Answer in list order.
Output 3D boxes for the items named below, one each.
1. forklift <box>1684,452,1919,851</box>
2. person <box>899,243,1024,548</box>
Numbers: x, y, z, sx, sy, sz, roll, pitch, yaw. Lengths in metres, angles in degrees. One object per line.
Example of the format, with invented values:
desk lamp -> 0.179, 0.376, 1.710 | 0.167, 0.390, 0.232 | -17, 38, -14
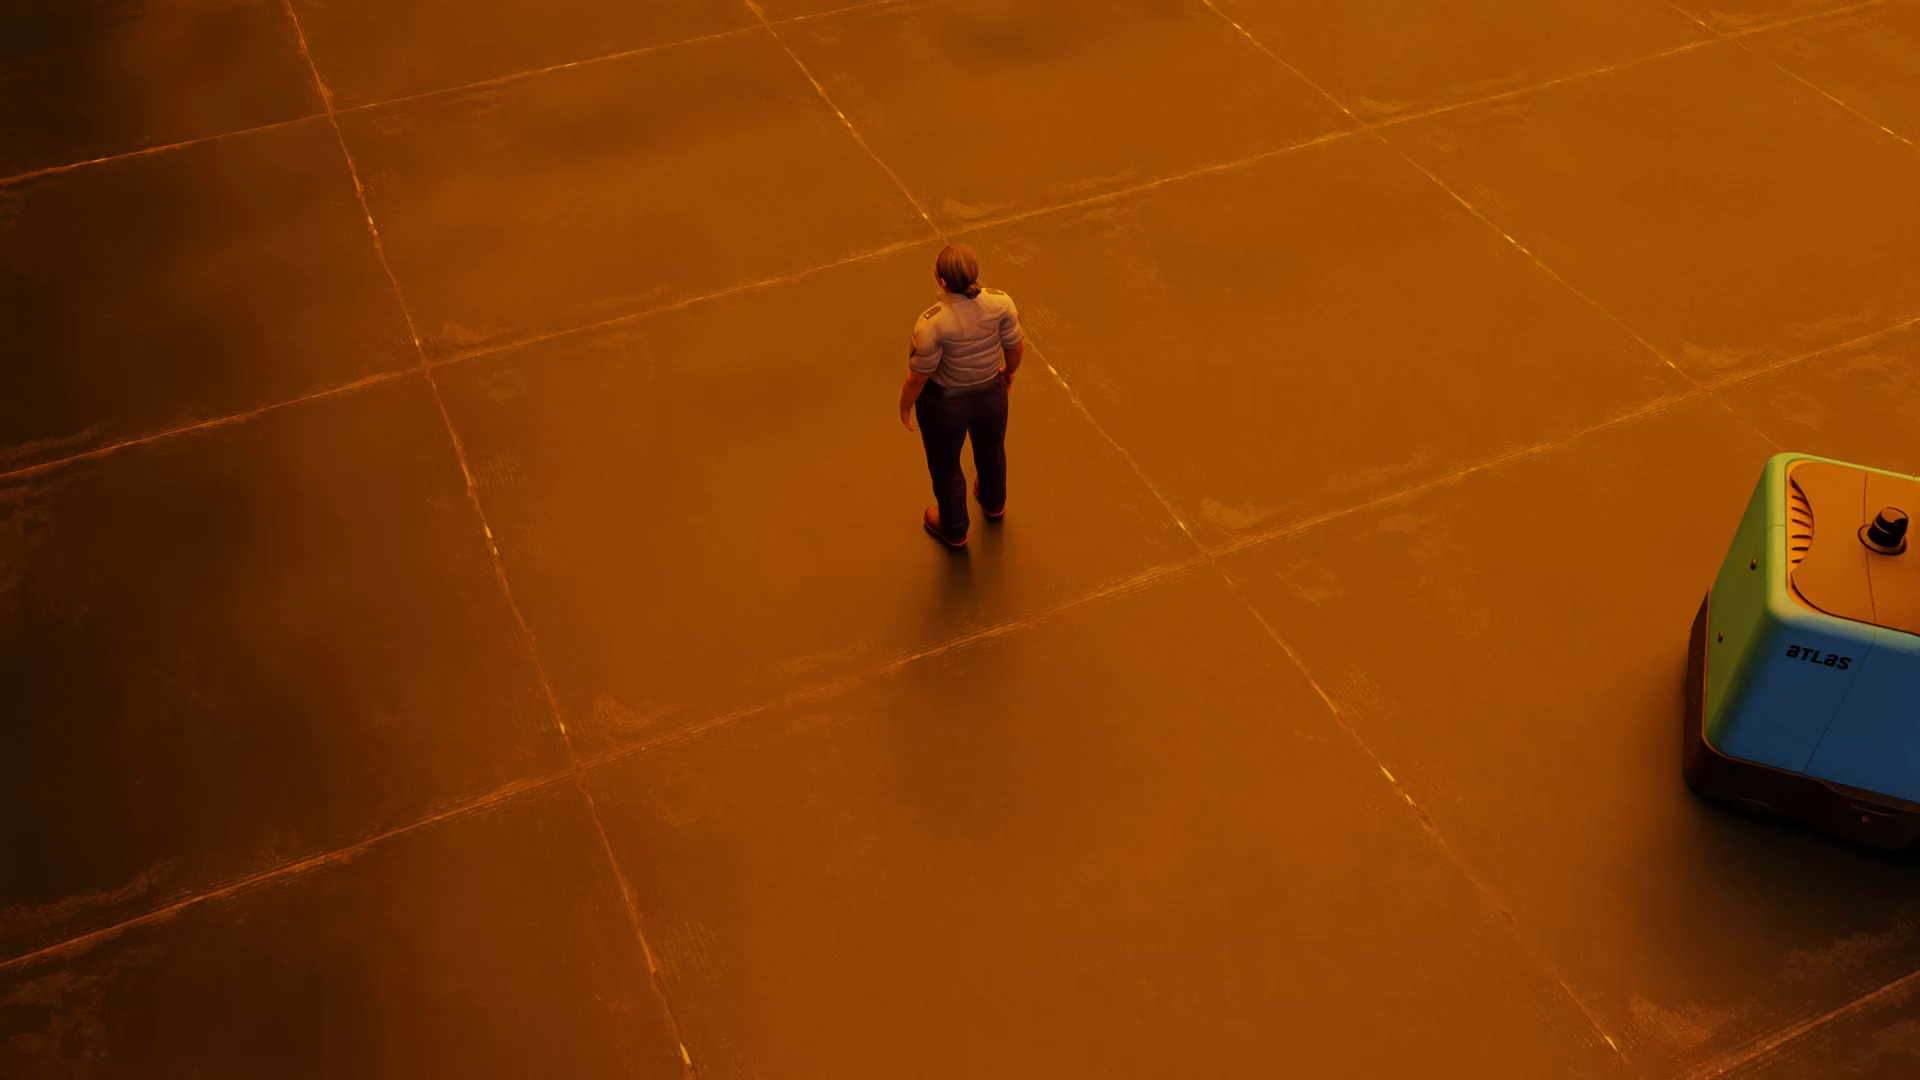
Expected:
forklift -> 4.494, -0.006, 5.687 | 3.031, 2.935, 1.130 | 14, 45, 14
person -> -0.017, -0.670, 7.328 | 0.598, 1.651, 0.502 | -18, 46, -18
